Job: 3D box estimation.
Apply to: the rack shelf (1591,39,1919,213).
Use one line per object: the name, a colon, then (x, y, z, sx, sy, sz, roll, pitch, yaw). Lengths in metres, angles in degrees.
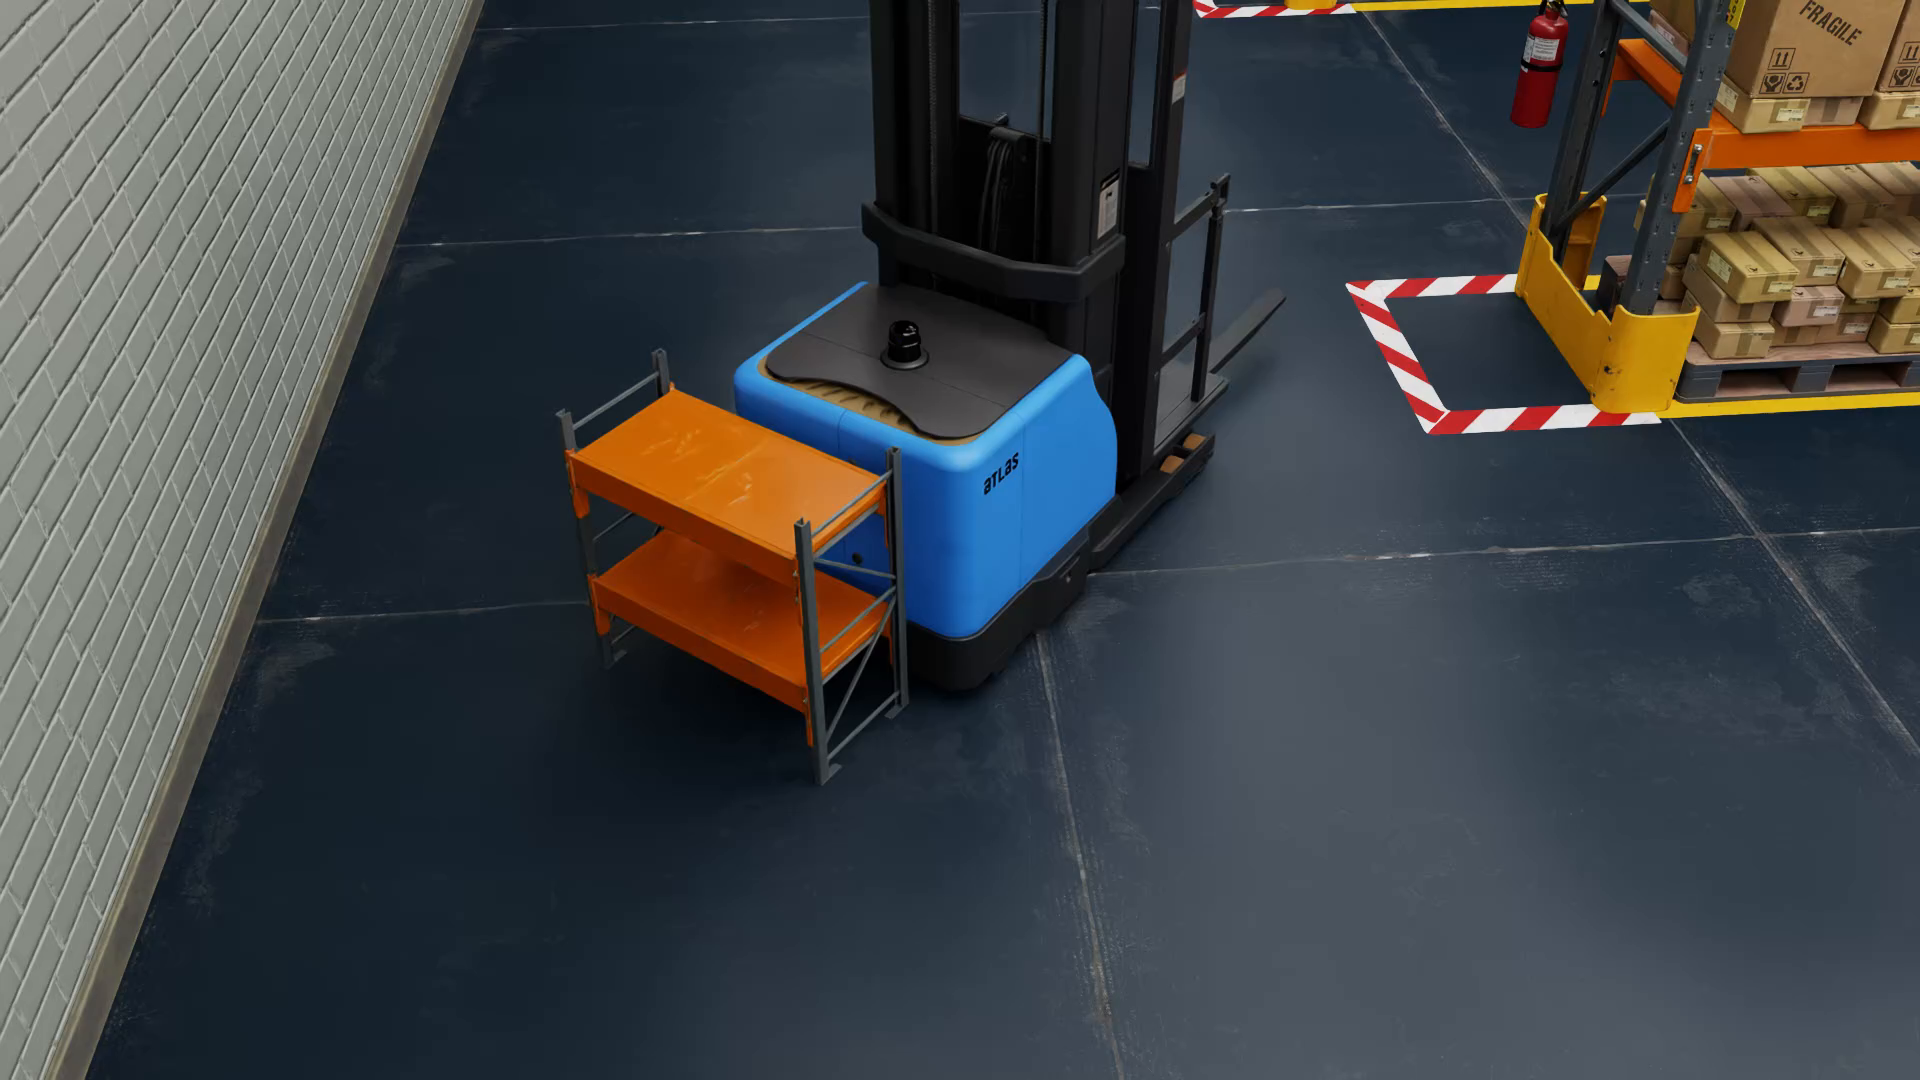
rack shelf: (4.912, -1.934, 7.360, 4.000, 0.370, 1.077, -3, 38, -4)

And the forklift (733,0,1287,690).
forklift: (0.430, -1.489, 6.271, 1.130, 2.935, 3.031, 23, 44, 26)

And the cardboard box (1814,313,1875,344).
cardboard box: (3.971, -1.066, 7.642, 0.250, 0.149, 0.380, -3, 38, -3)

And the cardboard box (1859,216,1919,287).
cardboard box: (4.238, -1.294, 7.450, 0.250, 0.149, 0.380, -5, 39, -6)

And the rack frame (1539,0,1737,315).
rack frame: (2.920, -2.107, 6.998, 0.127, 3.000, 1.000, -3, 38, -4)

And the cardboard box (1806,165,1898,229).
cardboard box: (4.191, -1.617, 7.860, 0.250, 0.149, 0.380, -5, 39, -6)

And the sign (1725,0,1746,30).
sign: (2.969, -2.112, 6.306, 0.005, 0.325, 0.100, -3, 38, -4)

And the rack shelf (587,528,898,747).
rack shelf: (-0.758, 0.279, 5.881, 1.000, 0.278, 0.538, 24, 44, 27)

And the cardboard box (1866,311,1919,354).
cardboard box: (4.235, -1.013, 7.574, 0.250, 0.149, 0.380, -3, 38, -3)

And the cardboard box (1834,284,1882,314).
cardboard box: (3.979, -1.188, 7.556, 0.250, 0.149, 0.380, -3, 38, -3)

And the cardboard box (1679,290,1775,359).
cardboard box: (3.471, -0.984, 7.537, 0.250, 0.149, 0.380, -2, 38, -3)

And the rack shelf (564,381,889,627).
rack shelf: (-0.759, -0.141, 5.546, 1.000, 0.278, 0.538, 24, 44, 27)

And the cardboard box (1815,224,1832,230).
cardboard box: (3.938, -1.504, 7.957, 0.250, 0.149, 0.380, -5, 39, -6)

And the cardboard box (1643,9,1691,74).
cardboard box: (3.220, -2.200, 7.320, 0.250, 0.149, 0.380, -3, 38, -4)

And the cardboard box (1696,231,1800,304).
cardboard box: (3.472, -1.205, 7.338, 0.250, 0.149, 0.380, -5, 39, -6)

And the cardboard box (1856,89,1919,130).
cardboard box: (3.795, -1.845, 6.869, 0.250, 0.149, 0.380, -4, 38, -5)

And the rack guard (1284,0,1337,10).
rack guard: (2.357, -4.173, 11.635, 0.348, 0.500, 1.175, -3, 38, -4)

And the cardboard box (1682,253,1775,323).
cardboard box: (3.465, -1.139, 7.495, 0.250, 0.149, 0.380, -2, 38, -2)

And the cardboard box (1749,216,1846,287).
cardboard box: (3.736, -1.294, 7.451, 0.250, 0.149, 0.380, -2, 38, -3)

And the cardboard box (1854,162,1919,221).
cardboard box: (4.453, -1.666, 7.923, 0.250, 0.149, 0.380, -2, 38, -2)

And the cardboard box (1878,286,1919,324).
cardboard box: (4.244, -1.135, 7.489, 0.250, 0.149, 0.380, -2, 38, -3)

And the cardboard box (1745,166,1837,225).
cardboard box: (3.927, -1.642, 7.892, 0.250, 0.149, 0.380, -4, 38, -5)

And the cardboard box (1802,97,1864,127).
cardboard box: (3.522, -1.863, 6.892, 0.250, 0.149, 0.380, -2, 38, -2)

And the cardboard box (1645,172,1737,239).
cardboard box: (3.425, -1.571, 7.802, 0.250, 0.149, 0.380, -3, 38, -3)

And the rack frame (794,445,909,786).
rack frame: (-0.343, 0.269, 5.499, 0.032, 1.125, 0.500, 24, 44, 27)

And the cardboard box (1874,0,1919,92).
cardboard box: (3.923, -2.162, 6.748, 0.500, 0.500, 0.500, -3, 38, -4)

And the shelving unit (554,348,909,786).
shelving unit: (-0.758, 0.088, 5.728, 1.048, 1.125, 0.538, 24, 44, 27)

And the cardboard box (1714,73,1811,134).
cardboard box: (3.272, -1.824, 6.842, 0.250, 0.149, 0.380, -3, 38, -4)

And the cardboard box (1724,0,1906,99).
cardboard box: (3.392, -2.117, 6.690, 0.500, 0.500, 0.500, -1, 38, -2)

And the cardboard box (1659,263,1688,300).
cardboard box: (3.426, -1.310, 7.951, 0.250, 0.149, 0.380, -3, 38, -3)

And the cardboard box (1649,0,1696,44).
cardboard box: (3.345, -2.446, 7.108, 0.500, 0.500, 0.500, -2, 38, -3)

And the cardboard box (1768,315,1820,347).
cardboard box: (3.724, -1.048, 7.620, 0.250, 0.149, 0.380, -3, 38, -4)

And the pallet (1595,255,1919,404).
pallet: (3.808, -1.039, 7.896, 1.213, 0.211, 1.003, -3, 38, -4)

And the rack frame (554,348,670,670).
rack frame: (-1.174, -0.093, 5.958, 0.032, 1.125, 0.500, 24, 44, 27)

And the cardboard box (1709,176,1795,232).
cardboard box: (3.681, -1.550, 7.775, 0.250, 0.149, 0.380, -2, 38, -3)

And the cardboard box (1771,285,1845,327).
cardboard box: (3.743, -1.120, 7.470, 0.250, 0.149, 0.380, -3, 38, -4)

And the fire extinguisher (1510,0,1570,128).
fire extinguisher: (2.629, -2.201, 7.481, 0.183, 0.674, 0.296, -3, 38, -4)

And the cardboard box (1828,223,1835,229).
cardboard box: (4.215, -1.455, 7.895, 0.250, 0.149, 0.380, -4, 38, -5)

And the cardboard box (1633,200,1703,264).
cardboard box: (3.421, -1.474, 7.919, 0.250, 0.149, 0.380, -4, 38, -5)

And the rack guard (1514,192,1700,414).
rack guard: (2.996, -1.130, 7.778, 0.348, 0.500, 1.175, -3, 38, -4)

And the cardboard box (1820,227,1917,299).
cardboard box: (3.999, -1.229, 7.368, 0.250, 0.149, 0.380, -3, 38, -4)
